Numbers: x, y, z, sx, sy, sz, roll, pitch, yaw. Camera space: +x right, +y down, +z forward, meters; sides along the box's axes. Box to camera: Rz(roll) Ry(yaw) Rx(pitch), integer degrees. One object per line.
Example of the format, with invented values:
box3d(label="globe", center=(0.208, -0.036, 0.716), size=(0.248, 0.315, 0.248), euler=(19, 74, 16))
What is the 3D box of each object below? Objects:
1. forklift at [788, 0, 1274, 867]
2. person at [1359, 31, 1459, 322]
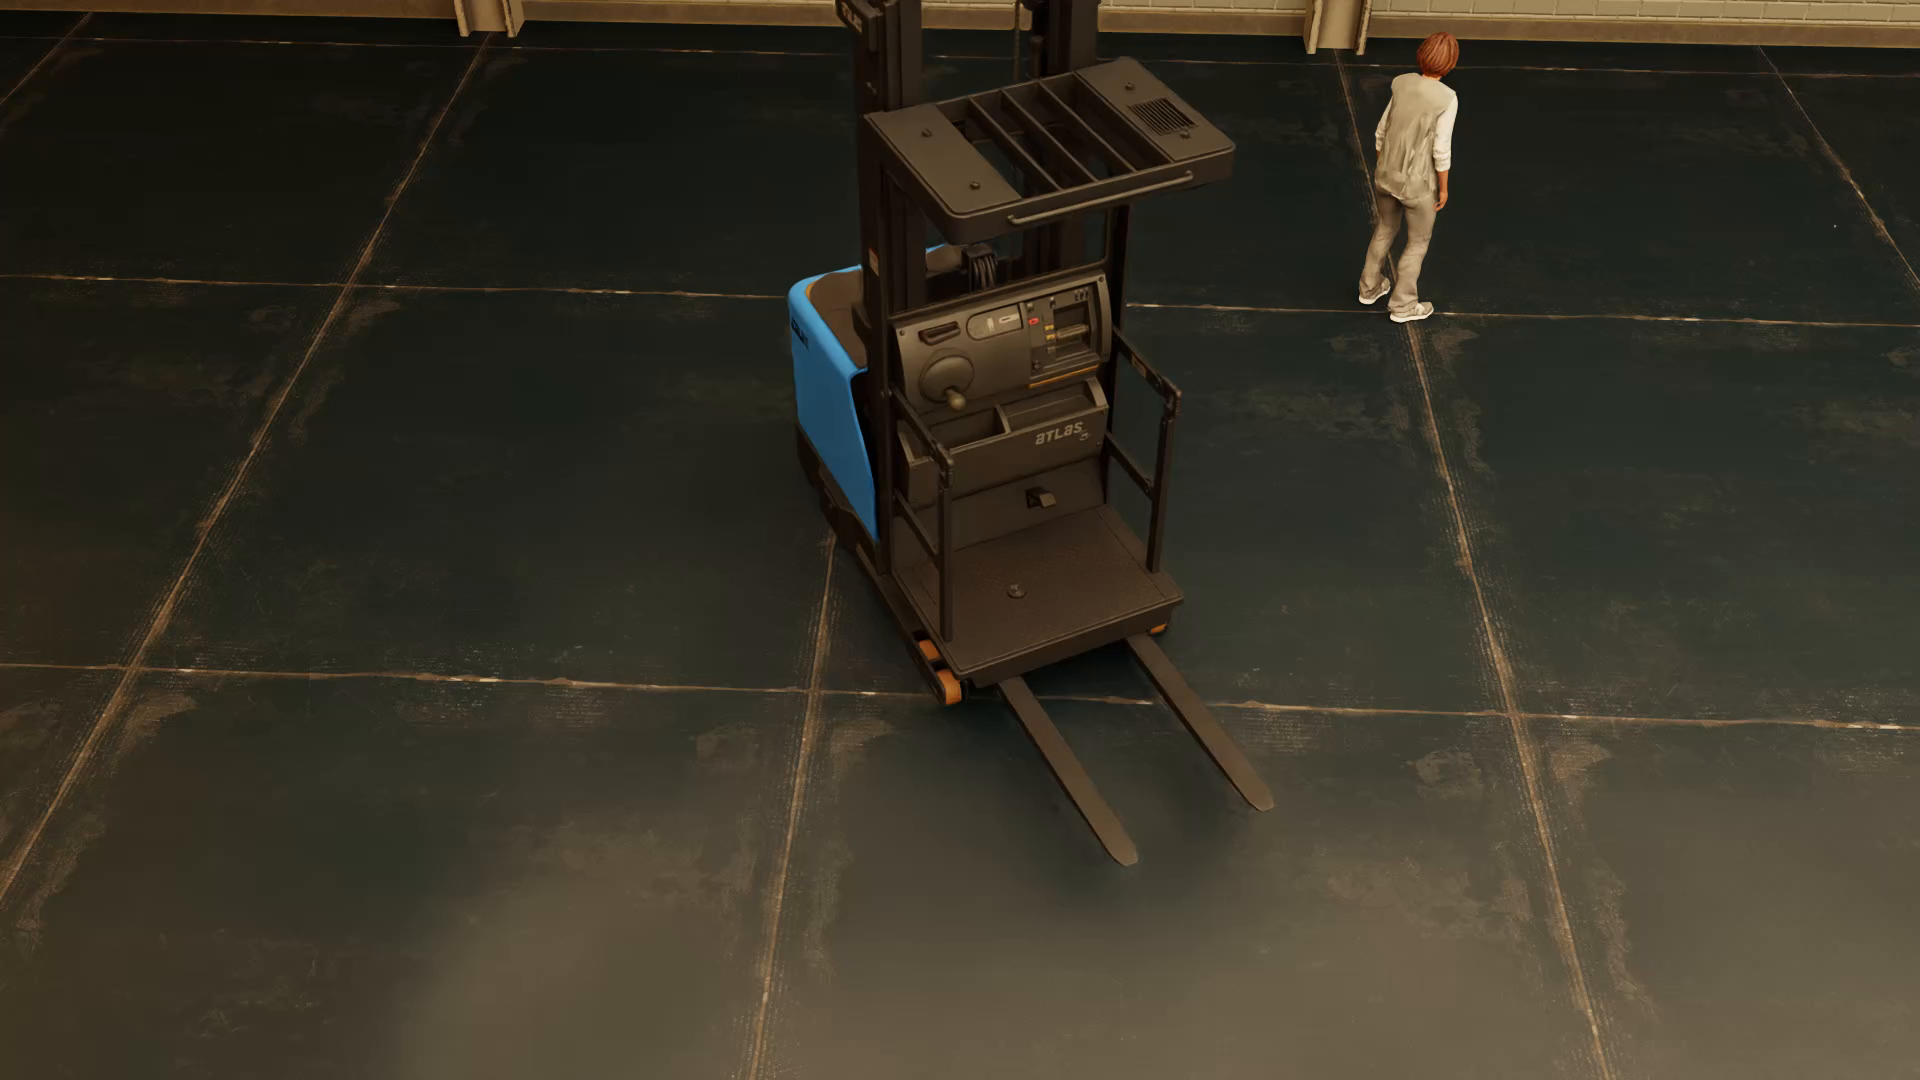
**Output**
box3d(label="forklift", center=(0.276, -0.710, 6.520), size=(1.130, 2.935, 3.031), euler=(-18, 45, -18))
box3d(label="person", center=(2.389, -1.903, 8.830), size=(0.347, 1.580, 0.473), euler=(-30, 50, -29))
